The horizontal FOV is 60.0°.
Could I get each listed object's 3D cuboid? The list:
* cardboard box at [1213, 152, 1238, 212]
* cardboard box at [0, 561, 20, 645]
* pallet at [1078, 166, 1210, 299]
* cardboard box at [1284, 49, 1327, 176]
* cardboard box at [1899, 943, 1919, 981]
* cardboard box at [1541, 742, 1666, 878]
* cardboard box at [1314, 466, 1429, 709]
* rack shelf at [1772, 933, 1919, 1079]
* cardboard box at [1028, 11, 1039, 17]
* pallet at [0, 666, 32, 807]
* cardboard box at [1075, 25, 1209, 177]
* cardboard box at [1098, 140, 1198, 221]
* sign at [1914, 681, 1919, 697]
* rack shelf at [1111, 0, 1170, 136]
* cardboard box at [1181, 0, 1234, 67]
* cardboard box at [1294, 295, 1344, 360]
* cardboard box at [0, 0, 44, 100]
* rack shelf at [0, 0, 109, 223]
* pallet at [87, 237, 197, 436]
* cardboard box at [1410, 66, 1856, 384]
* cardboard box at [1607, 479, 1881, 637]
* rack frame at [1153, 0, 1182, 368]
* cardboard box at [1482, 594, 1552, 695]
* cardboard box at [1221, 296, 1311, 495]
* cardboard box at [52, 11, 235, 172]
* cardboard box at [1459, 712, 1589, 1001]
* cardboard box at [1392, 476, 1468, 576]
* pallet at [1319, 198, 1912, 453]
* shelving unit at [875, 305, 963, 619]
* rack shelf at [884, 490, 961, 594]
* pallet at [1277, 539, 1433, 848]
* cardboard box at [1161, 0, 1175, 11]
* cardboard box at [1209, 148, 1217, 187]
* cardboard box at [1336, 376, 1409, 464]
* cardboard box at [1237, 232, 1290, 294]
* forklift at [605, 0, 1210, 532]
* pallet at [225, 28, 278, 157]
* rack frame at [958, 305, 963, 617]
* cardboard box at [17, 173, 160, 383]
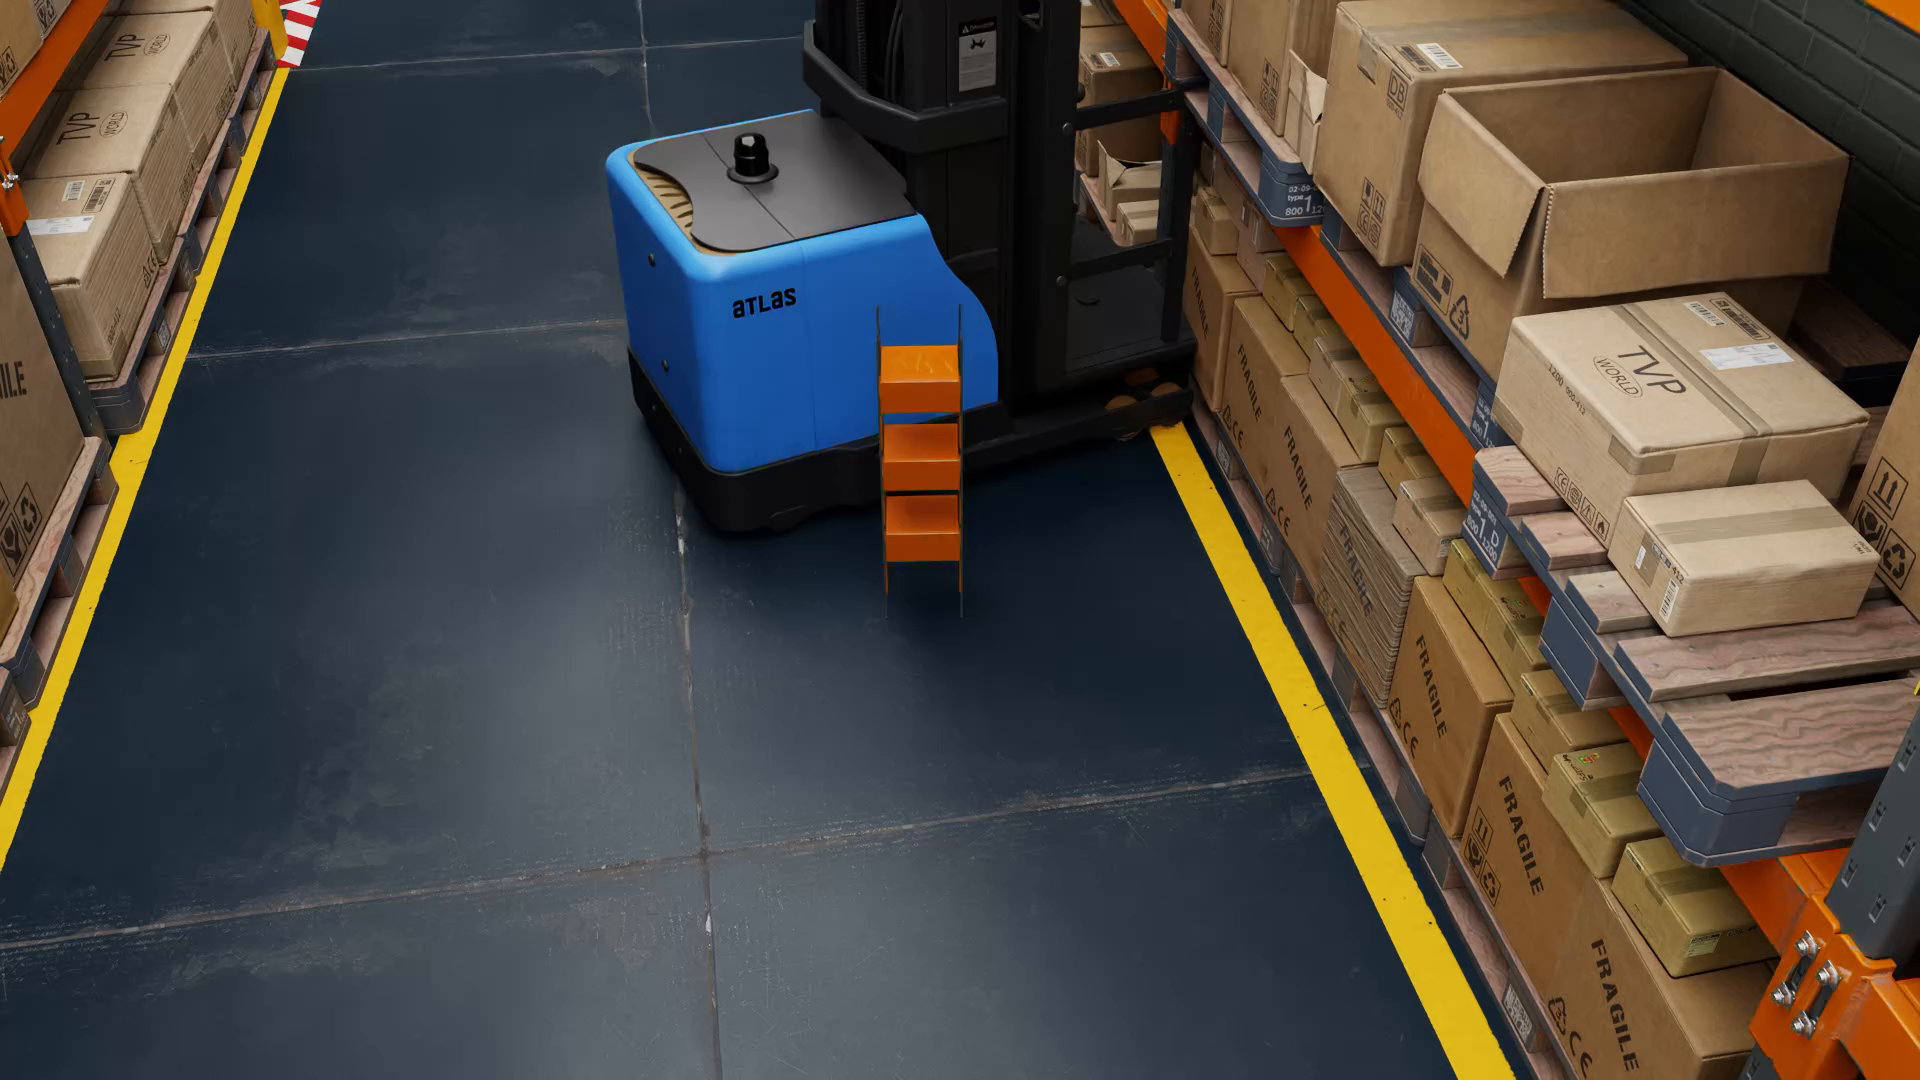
[{"bbox_3d":[1.118,-1.276,5.872,0.380,0.149,0.250,-7,38,-9],"label":"cardboard box"},{"bbox_3d":[-3.275,0.157,4.492,0.875,0.875,0.875,-5,38,-7],"label":"cardboard box"},{"bbox_3d":[1.138,-1.276,7.221,1.003,0.211,1.213,-6,38,-8],"label":"pallet"},{"bbox_3d":[1.124,-1.195,4.611,0.396,0.266,0.258,-4,38,-6],"label":"cardboard box"},{"bbox_3d":[2.161,0.990,3.726,0.500,0.500,0.500,-5,38,-6],"label":"cardboard box"},{"bbox_3d":[1.545,0.586,3.718,0.380,0.149,0.250,-8,39,-10],"label":"cardboard box"},{"bbox_3d":[1.392,0.111,4.857,0.500,0.500,0.500,-8,38,-10],"label":"cardboard box"},{"bbox_3d":[2.310,1.945,1.387,1.077,0.370,4.000,-6,38,-8],"label":"rack shelf"},{"bbox_3d":[0.682,-2.657,8.421,0.700,0.500,0.500,-5,38,-6],"label":"cardboard box"},{"bbox_3d":[-3.202,0.871,4.457,1.003,0.211,1.213,-6,38,-8],"label":"pallet"},{"bbox_3d":[0.864,-2.030,7.614,0.700,0.500,0.500,-8,38,-10],"label":"cardboard box"},{"bbox_3d":[0.808,-1.570,7.212,0.396,0.266,0.258,-5,38,-6],"label":"cardboard box"},{"bbox_3d":[1.427,0.091,2.308,0.100,0.325,0.005,-6,38,-8],"label":"sign"},{"bbox_3d":[0.907,-2.887,7.607,1.077,0.370,4.000,-6,38,-8],"label":"rack shelf"},{"bbox_3d":[1.122,-1.852,5.265,0.700,0.500,0.500,-5,38,-7],"label":"cardboard box"},{"bbox_3d":[1.301,-0.676,5.341,0.380,0.149,0.250,-7,38,-9],"label":"cardboard box"},{"bbox_3d":[-3.453,-1.778,5.512,0.500,0.500,0.500,-5,38,-6],"label":"cardboard box"},{"bbox_3d":[-3.979,-2.351,6.917,1.077,0.370,4.000,-6,38,-8],"label":"rack shelf"},{"bbox_3d":[-3.685,-0.793,6.599,1.003,0.211,1.213,-6,38,-8],"label":"pallet"},{"bbox_3d":[1.491,-0.719,3.805,0.797,0.503,0.637,-7,38,-9],"label":"cardboard box"},{"bbox_3d":[1.466,0.031,3.128,0.380,0.149,0.250,-6,38,-7],"label":"cardboard box"},{"bbox_3d":[1.258,-1.963,5.832,1.000,3.000,0.127,-6,38,-8],"label":"rack frame"},{"bbox_3d":[1.540,0.258,4.140,0.380,0.149,0.250,-5,38,-7],"label":"cardboard box"},{"bbox_3d":[1.224,-0.505,5.650,0.500,0.500,0.500,-7,38,-9],"label":"cardboard box"},{"bbox_3d":[-3.947,-2.057,7.699,0.875,0.438,0.875,-5,38,-7],"label":"cardboard box"},{"bbox_3d":[1.596,0.739,4.049,0.500,0.500,0.500,-7,38,-9],"label":"cardboard box"},{"bbox_3d":[1.418,-0.057,4.544,0.380,0.149,0.250,-8,39,-10],"label":"cardboard box"},{"bbox_3d":[1.614,-0.645,4.292,1.003,0.211,1.213,-6,38,-8],"label":"pallet"},{"bbox_3d":[-0.120,-0.221,5.179,0.252,1.050,0.215,-1,38,-1],"label":"shelving unit"},{"bbox_3d":[-0.120,0.007,5.356,0.240,0.259,0.215,-1,38,-1],"label":"rack shelf"},{"bbox_3d":[1.655,0.364,5.109,1.003,0.211,1.213,-6,38,-8],"label":"pallet"},{"bbox_3d":[0.953,-2.029,6.122,0.380,0.149,0.250,-6,38,-7],"label":"cardboard box"},{"bbox_3d":[1.375,-1.491,7.074,0.500,0.311,0.500,-5,38,-6],"label":"cardboard box"},{"bbox_3d":[1.349,-0.370,4.948,0.380,0.149,0.250,-5,38,-6],"label":"cardboard box"},{"bbox_3d":[1.183,-0.993,5.750,0.380,0.149,0.250,-7,38,-9],"label":"cardboard box"},{"bbox_3d":[0.312,-1.805,5.684,3.031,2.935,1.130,-17,41,-21],"label":"forklift"},{"bbox_3d":[-4.112,-2.267,8.496,1.003,0.211,1.213,-6,38,-8],"label":"pallet"},{"bbox_3d":[0.002,-0.223,5.182,0.008,1.050,0.200,-1,38,-1],"label":"rack frame"},{"bbox_3d":[-3.633,-0.971,6.302,0.875,0.438,0.875,-7,38,-9],"label":"cardboard box"}]
